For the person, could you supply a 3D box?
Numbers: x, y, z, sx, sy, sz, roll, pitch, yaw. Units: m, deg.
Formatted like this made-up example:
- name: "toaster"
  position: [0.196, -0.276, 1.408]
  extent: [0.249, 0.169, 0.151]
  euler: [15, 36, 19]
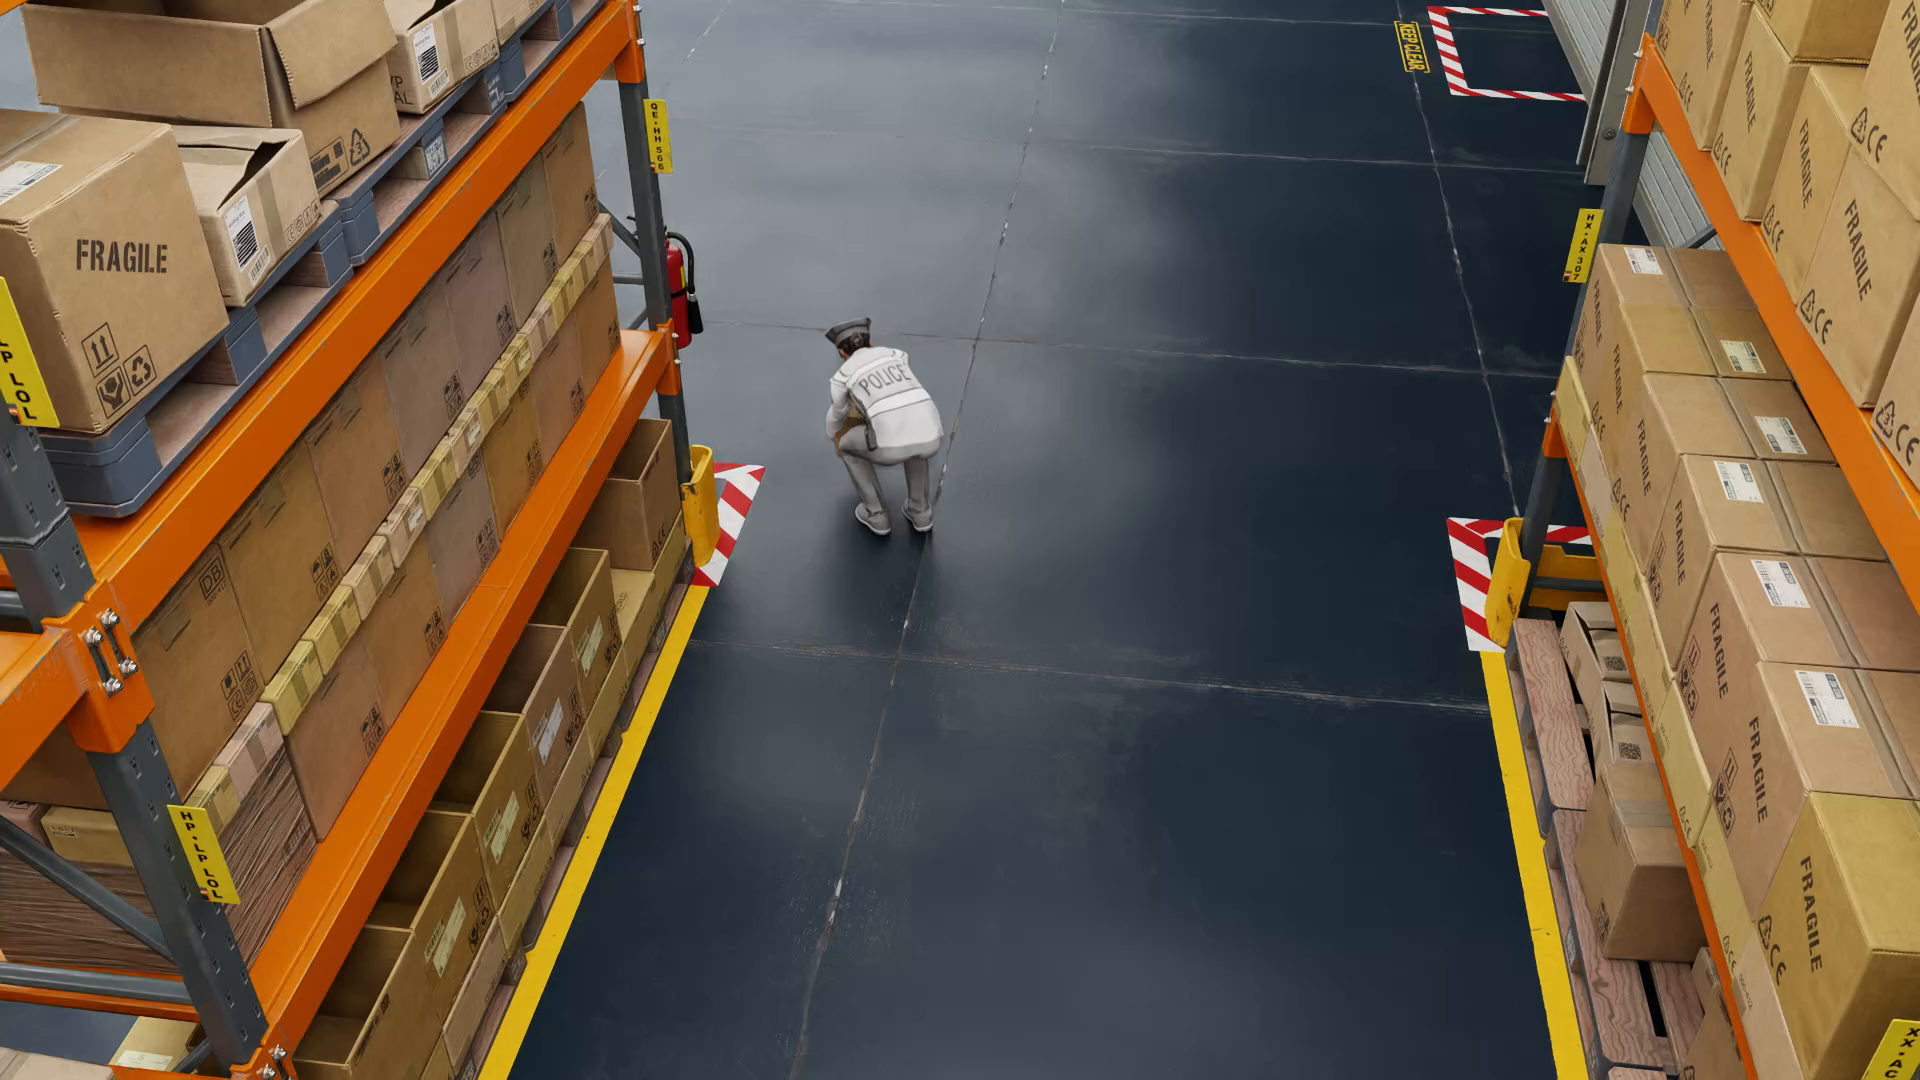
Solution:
- name: "person"
  position: [-0.393, -0.559, 8.384]
  extent: [0.454, 0.974, 0.908]
  euler: [-15, 39, -19]
